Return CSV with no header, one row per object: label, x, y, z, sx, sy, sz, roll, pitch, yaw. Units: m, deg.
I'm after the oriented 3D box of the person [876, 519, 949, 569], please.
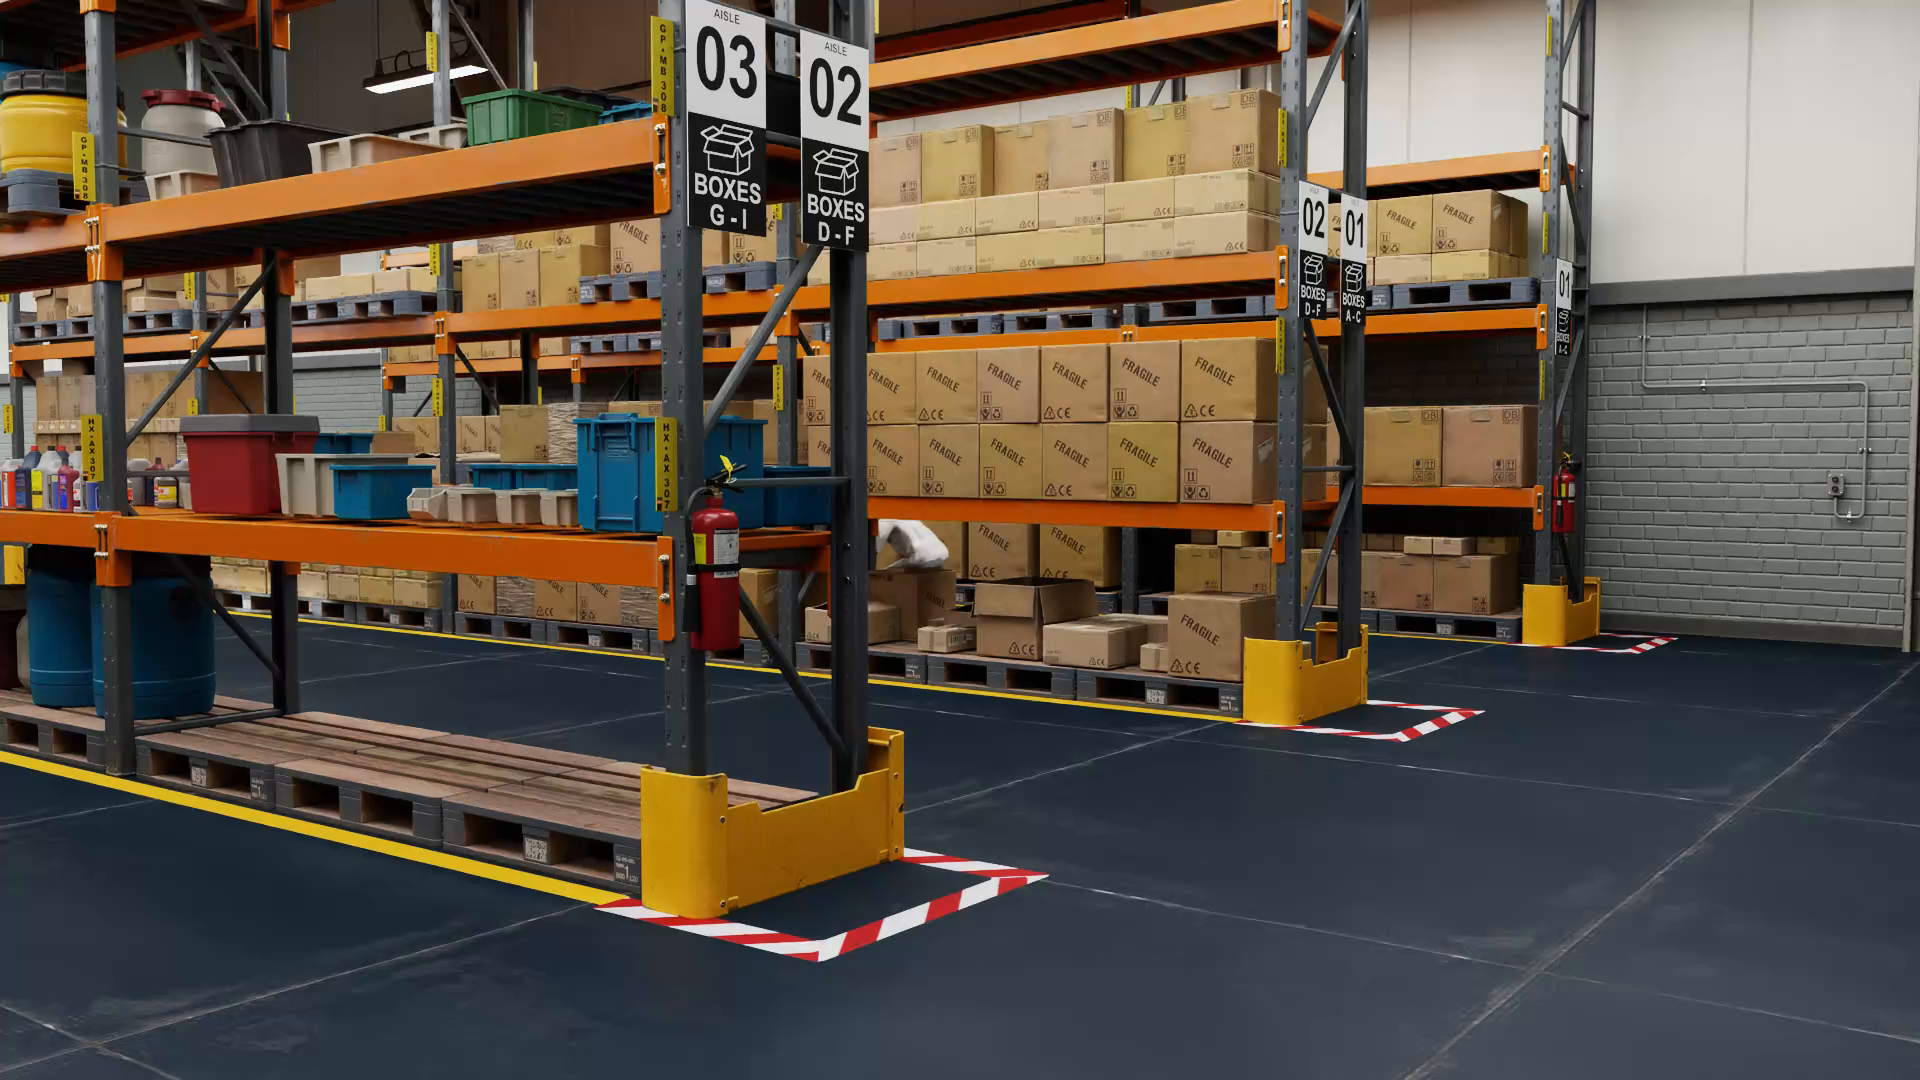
person,-0.543,0.208,15.497,0.852,1.156,0.612,2,4,36
